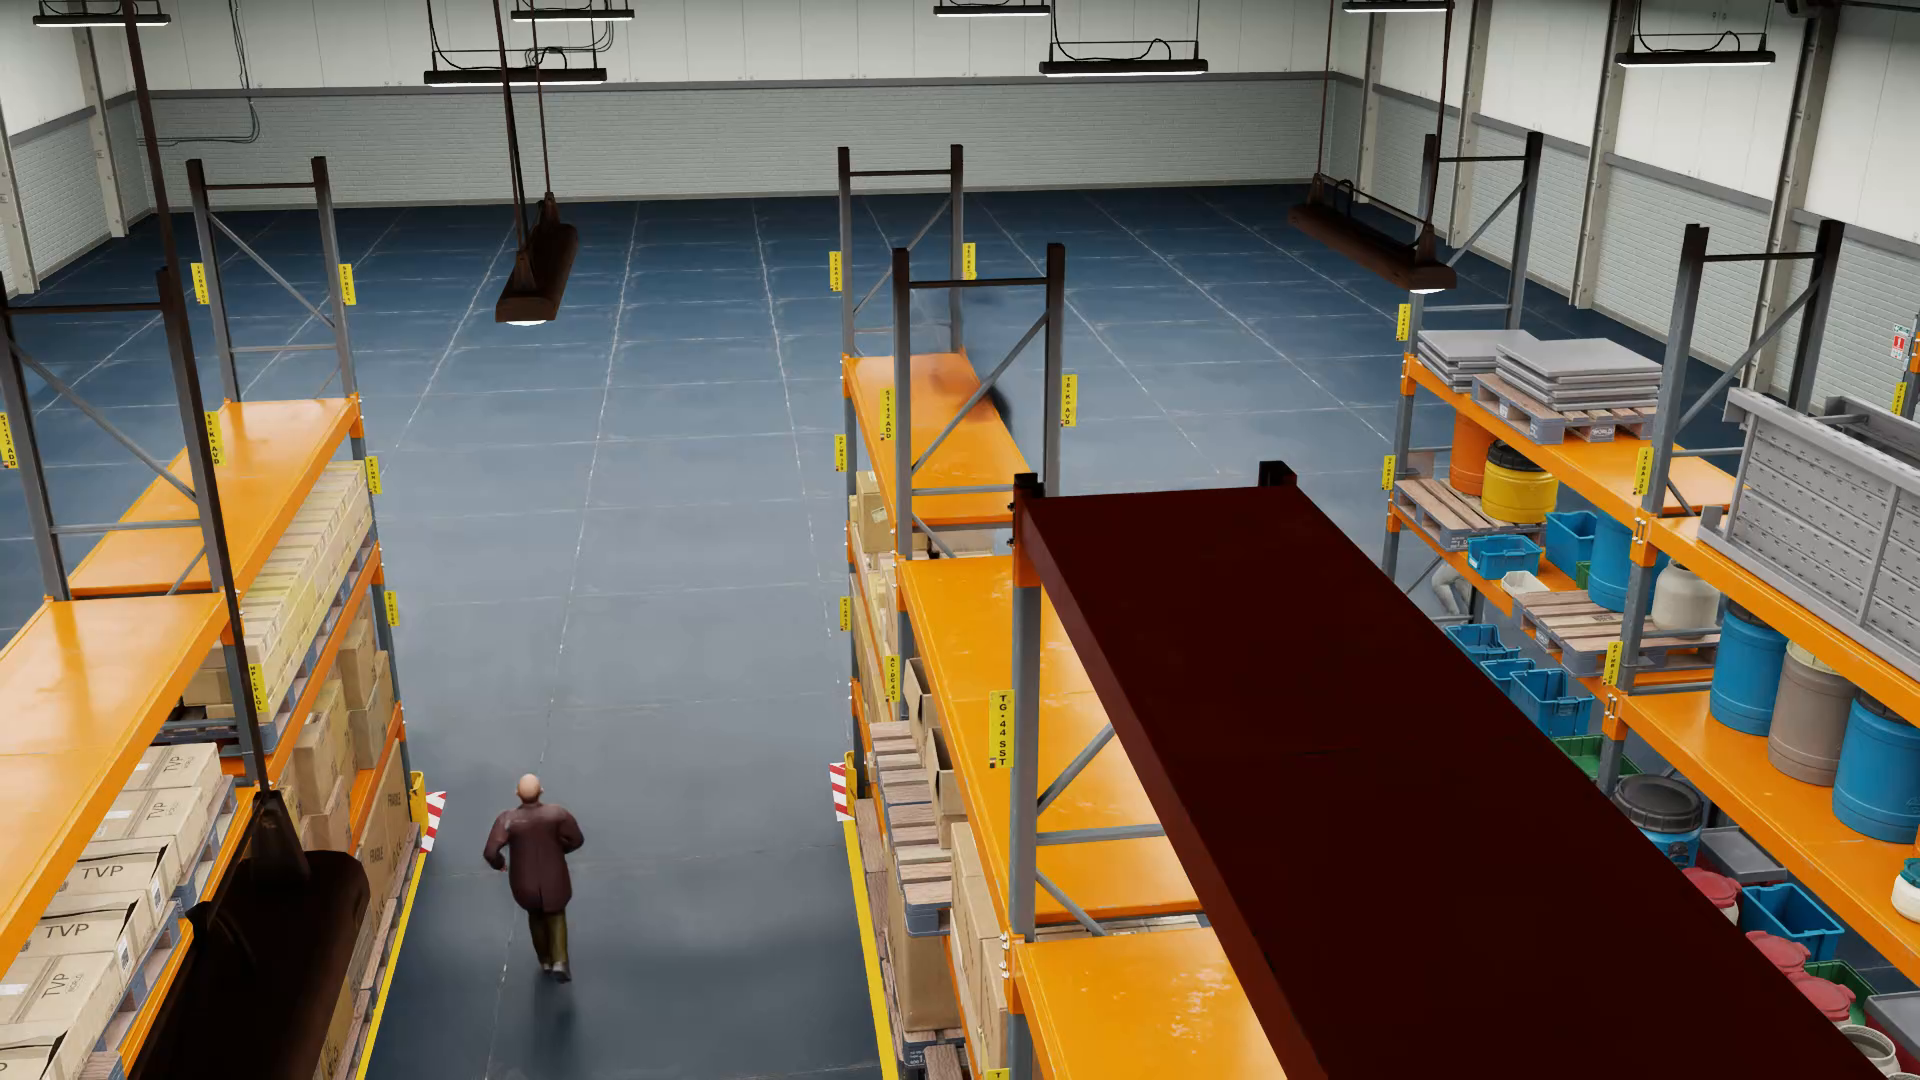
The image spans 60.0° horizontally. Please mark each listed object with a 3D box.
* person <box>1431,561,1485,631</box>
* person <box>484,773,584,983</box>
[{"bbox_3d":[5.676,0.227,18.837,0.688,1.685,0.578,7,23,18],"label":"person"},{"bbox_3d":[-3.217,2.604,12.691,0.737,1.775,0.836,-6,22,-14],"label":"person"}]
